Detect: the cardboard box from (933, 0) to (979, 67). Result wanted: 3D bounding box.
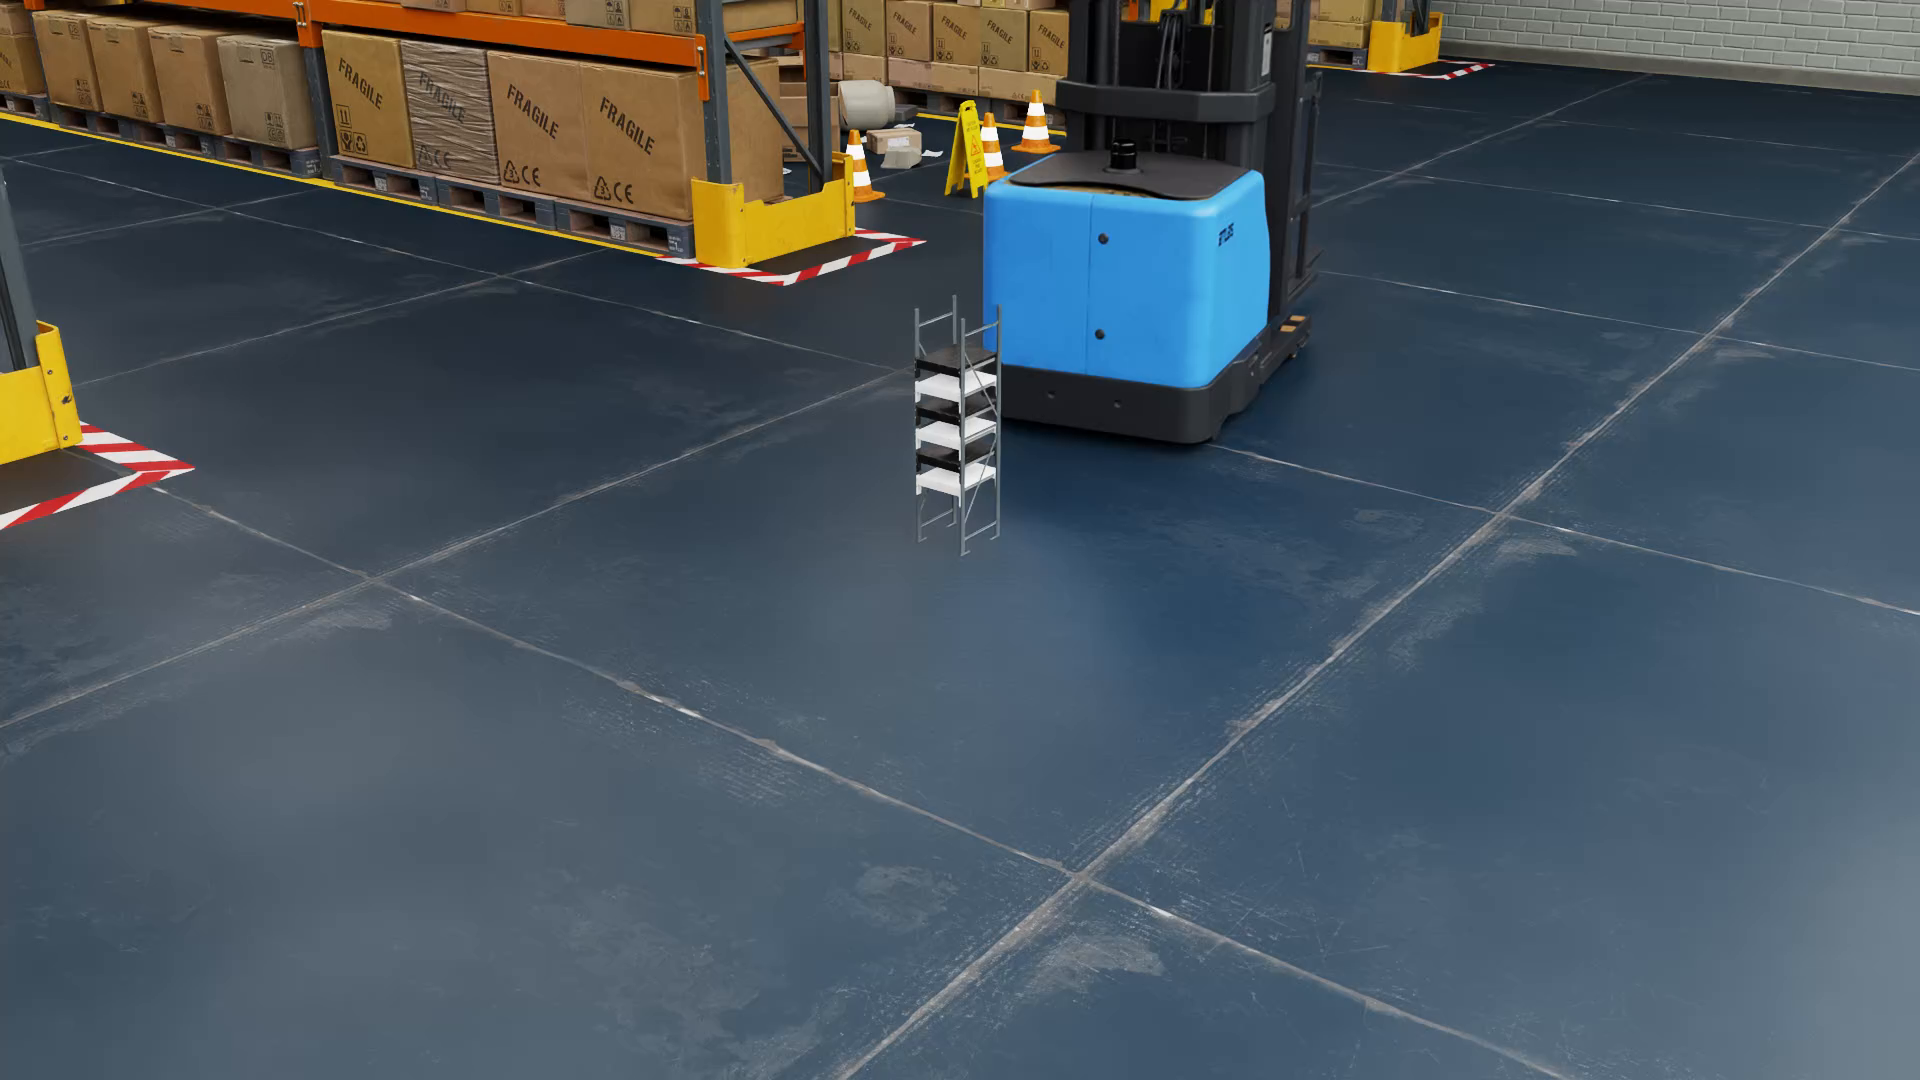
[{"bbox_3d":[0.113,-4.472,14.639,0.500,0.500,0.500,16,28,32],"label":"cardboard box"}]

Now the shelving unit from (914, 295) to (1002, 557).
[{"bbox_3d":[-0.006,-0.414,6.073,0.210,0.900,0.258,17,29,33],"label":"shelving unit"}]

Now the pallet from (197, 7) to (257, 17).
[{"bbox_3d":[-9.414,-6.966,21.798,1.213,0.211,1.003,17,29,33],"label":"pallet"}]

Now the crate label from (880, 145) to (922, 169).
[{"bbox_3d":[-0.448,-2.944,12.761,0.298,0.136,0.250,3,24,6],"label":"crate label"}]

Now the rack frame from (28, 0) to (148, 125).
[{"bbox_3d":[-7.559,-5.149,14.217,0.127,3.000,1.000,17,29,33],"label":"rack frame"}]

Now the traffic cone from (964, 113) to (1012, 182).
[{"bbox_3d":[0.219,-2.923,12.310,0.334,0.463,0.336,17,29,33],"label":"traffic cone"}]

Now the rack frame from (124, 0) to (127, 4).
[{"bbox_3d":[-11.073,-8.705,22.287,0.127,3.000,1.000,17,29,33],"label":"rack frame"}]

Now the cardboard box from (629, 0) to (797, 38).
[{"bbox_3d":[-1.482,-3.358,9.966,0.550,0.550,0.875,17,29,33],"label":"cardboard box"}]

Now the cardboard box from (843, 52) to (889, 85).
[{"bbox_3d":[-0.727,-4.382,15.365,0.500,0.250,0.500,19,30,36],"label":"cardboard box"}]

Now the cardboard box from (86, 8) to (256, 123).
[{"bbox_3d":[-6.424,-3.925,13.708,0.750,0.750,1.050,17,29,34],"label":"cardboard box"}]

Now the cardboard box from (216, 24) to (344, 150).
[{"bbox_3d":[-4.909,-3.466,12.665,0.750,0.750,1.050,17,29,33],"label":"cardboard box"}]

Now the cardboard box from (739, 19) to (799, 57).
[{"bbox_3d":[-1.892,-4.919,16.433,0.625,0.372,0.950,17,29,34],"label":"cardboard box"}]

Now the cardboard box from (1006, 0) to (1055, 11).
[{"bbox_3d":[0.599,-4.587,14.095,0.250,0.149,0.380,18,29,35],"label":"cardboard box"}]

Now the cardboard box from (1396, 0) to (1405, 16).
[{"bbox_3d":[4.452,-5.782,17.922,0.500,0.250,0.500,17,29,34],"label":"cardboard box"}]

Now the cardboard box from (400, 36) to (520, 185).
[{"bbox_3d":[-3.174,-3.010,11.477,0.875,0.875,0.875,17,29,34],"label":"cardboard box"}]

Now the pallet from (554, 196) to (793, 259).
[{"bbox_3d":[-1.845,-2.107,10.770,1.213,0.211,1.003,17,29,33],"label":"pallet"}]

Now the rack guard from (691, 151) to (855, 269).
[{"bbox_3d":[-1.139,-2.065,10.317,0.348,0.500,1.175,17,29,33],"label":"rack guard"}]

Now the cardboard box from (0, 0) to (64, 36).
[{"bbox_3d":[-8.264,-4.621,14.668,0.500,0.250,0.500,16,28,32],"label":"cardboard box"}]

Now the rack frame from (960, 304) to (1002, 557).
[{"bbox_3d":[0.075,-0.389,6.017,0.006,0.900,0.240,17,29,33],"label":"rack frame"}]

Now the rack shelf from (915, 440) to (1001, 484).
[{"bbox_3d":[-0.006,-0.301,6.123,0.200,0.077,0.258,17,29,33],"label":"rack shelf"}]

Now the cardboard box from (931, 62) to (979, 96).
[{"bbox_3d":[0.090,-4.131,14.796,0.500,0.250,0.500,16,28,31],"label":"cardboard box"}]

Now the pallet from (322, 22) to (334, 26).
[{"bbox_3d":[-7.210,-6.300,20.286,1.213,0.211,1.003,17,29,33],"label":"pallet"}]

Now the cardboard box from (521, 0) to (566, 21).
[{"bbox_3d":[-2.308,-3.660,10.651,0.550,0.550,0.875,17,29,33],"label":"cardboard box"}]

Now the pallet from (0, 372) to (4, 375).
[{"bbox_3d":[-4.903,-0.589,7.325,1.213,0.211,1.003,17,29,33],"label":"pallet"}]

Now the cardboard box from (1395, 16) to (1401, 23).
[{"bbox_3d":[4.428,-5.554,18.025,0.500,0.250,0.500,17,29,34],"label":"cardboard box"}]

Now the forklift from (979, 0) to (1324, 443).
[{"bbox_3d":[1.147,-2.311,7.859,1.130,2.935,3.031,10,26,22],"label":"forklift"}]

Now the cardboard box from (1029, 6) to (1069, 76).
[{"bbox_3d":[0.933,-4.223,14.073,0.500,0.500,0.500,17,29,34],"label":"cardboard box"}]

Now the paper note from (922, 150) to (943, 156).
[{"bbox_3d":[-0.220,-3.064,13.166,0.142,0.019,0.148,7,25,15],"label":"paper note"}]

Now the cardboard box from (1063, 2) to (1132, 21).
[{"bbox_3d":[1.231,-4.403,14.482,0.500,0.500,0.500,16,28,32],"label":"cardboard box"}]

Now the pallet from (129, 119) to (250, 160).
[{"bbox_3d":[-6.002,-3.363,13.621,1.213,0.211,1.003,17,29,33],"label":"pallet"}]

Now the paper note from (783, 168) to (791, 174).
[{"bbox_3d":[-1.361,-2.772,12.506,0.144,0.017,0.142,-15,28,-30],"label":"paper note"}]

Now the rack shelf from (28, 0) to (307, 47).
[{"bbox_3d":[-5.959,-4.336,13.264,4.000,0.370,1.077,17,29,33],"label":"rack shelf"}]

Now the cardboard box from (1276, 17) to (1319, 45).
[{"bbox_3d":[3.746,-5.507,17.919,0.500,0.250,0.500,17,29,33],"label":"cardboard box"}]

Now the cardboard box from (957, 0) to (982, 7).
[{"bbox_3d":[0.189,-4.713,14.381,0.250,0.149,0.380,18,30,35],"label":"cardboard box"}]

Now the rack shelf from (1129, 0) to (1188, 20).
[{"bbox_3d":[0.130,-4.991,14.749,4.000,0.370,1.077,17,29,33],"label":"rack shelf"}]

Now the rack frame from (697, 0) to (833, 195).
[{"bbox_3d":[-1.158,-3.215,9.826,0.127,3.000,1.000,17,29,33],"label":"rack frame"}]

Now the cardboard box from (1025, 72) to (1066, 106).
[{"bbox_3d":[0.903,-3.885,14.236,0.500,0.250,0.500,17,29,33],"label":"cardboard box"}]

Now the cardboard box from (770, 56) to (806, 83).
[{"bbox_3d":[-1.429,-3.963,14.620,0.500,0.500,0.500,-5,24,-12],"label":"cardboard box"}]

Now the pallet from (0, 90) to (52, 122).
[{"bbox_3d":[-8.184,-4.063,15.209,1.213,0.211,1.003,17,29,33],"label":"pallet"}]

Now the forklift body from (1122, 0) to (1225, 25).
[{"bbox_3d":[2.092,-5.920,17.019,1.214,2.155,2.313,17,29,33],"label":"forklift body"}]

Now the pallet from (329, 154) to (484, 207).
[{"bbox_3d":[-3.797,-2.697,12.109,1.213,0.211,1.003,17,29,33],"label":"pallet"}]

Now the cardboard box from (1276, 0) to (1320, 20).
[{"bbox_3d":[3.732,-5.743,17.833,0.500,0.250,0.500,16,29,33],"label":"cardboard box"}]

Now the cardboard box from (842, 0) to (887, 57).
[{"bbox_3d":[-0.725,-4.725,15.213,0.500,0.500,0.500,18,30,35],"label":"cardboard box"}]

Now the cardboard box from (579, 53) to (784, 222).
[{"bbox_3d":[-1.740,-2.577,10.493,0.875,0.875,0.875,17,29,34],"label":"cardboard box"}]

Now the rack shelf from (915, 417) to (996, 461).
[{"bbox_3d":[-0.006,-0.383,6.086,0.200,0.077,0.258,17,29,33],"label":"rack shelf"}]

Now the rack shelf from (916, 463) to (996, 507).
[{"bbox_3d":[-0.006,-0.219,6.159,0.200,0.077,0.258,17,29,33],"label":"rack shelf"}]

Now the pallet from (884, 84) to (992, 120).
[{"bbox_3d":[0.068,-4.082,15.252,1.213,0.211,1.003,17,29,33],"label":"pallet"}]

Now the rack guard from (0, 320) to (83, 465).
[{"bbox_3d":[-4.274,-0.513,6.795,0.348,0.500,1.175,17,29,33],"label":"rack guard"}]

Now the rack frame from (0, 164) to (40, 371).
[{"bbox_3d":[-4.213,-1.639,6.249,0.127,3.000,1.000,17,29,33],"label":"rack frame"}]

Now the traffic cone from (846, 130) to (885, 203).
[{"bbox_3d":[-0.731,-2.640,11.669,0.334,0.463,0.336,17,29,33],"label":"traffic cone"}]

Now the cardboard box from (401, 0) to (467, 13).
[{"bbox_3d":[-3.241,-3.871,11.129,0.550,0.550,0.875,17,29,33],"label":"cardboard box"}]
